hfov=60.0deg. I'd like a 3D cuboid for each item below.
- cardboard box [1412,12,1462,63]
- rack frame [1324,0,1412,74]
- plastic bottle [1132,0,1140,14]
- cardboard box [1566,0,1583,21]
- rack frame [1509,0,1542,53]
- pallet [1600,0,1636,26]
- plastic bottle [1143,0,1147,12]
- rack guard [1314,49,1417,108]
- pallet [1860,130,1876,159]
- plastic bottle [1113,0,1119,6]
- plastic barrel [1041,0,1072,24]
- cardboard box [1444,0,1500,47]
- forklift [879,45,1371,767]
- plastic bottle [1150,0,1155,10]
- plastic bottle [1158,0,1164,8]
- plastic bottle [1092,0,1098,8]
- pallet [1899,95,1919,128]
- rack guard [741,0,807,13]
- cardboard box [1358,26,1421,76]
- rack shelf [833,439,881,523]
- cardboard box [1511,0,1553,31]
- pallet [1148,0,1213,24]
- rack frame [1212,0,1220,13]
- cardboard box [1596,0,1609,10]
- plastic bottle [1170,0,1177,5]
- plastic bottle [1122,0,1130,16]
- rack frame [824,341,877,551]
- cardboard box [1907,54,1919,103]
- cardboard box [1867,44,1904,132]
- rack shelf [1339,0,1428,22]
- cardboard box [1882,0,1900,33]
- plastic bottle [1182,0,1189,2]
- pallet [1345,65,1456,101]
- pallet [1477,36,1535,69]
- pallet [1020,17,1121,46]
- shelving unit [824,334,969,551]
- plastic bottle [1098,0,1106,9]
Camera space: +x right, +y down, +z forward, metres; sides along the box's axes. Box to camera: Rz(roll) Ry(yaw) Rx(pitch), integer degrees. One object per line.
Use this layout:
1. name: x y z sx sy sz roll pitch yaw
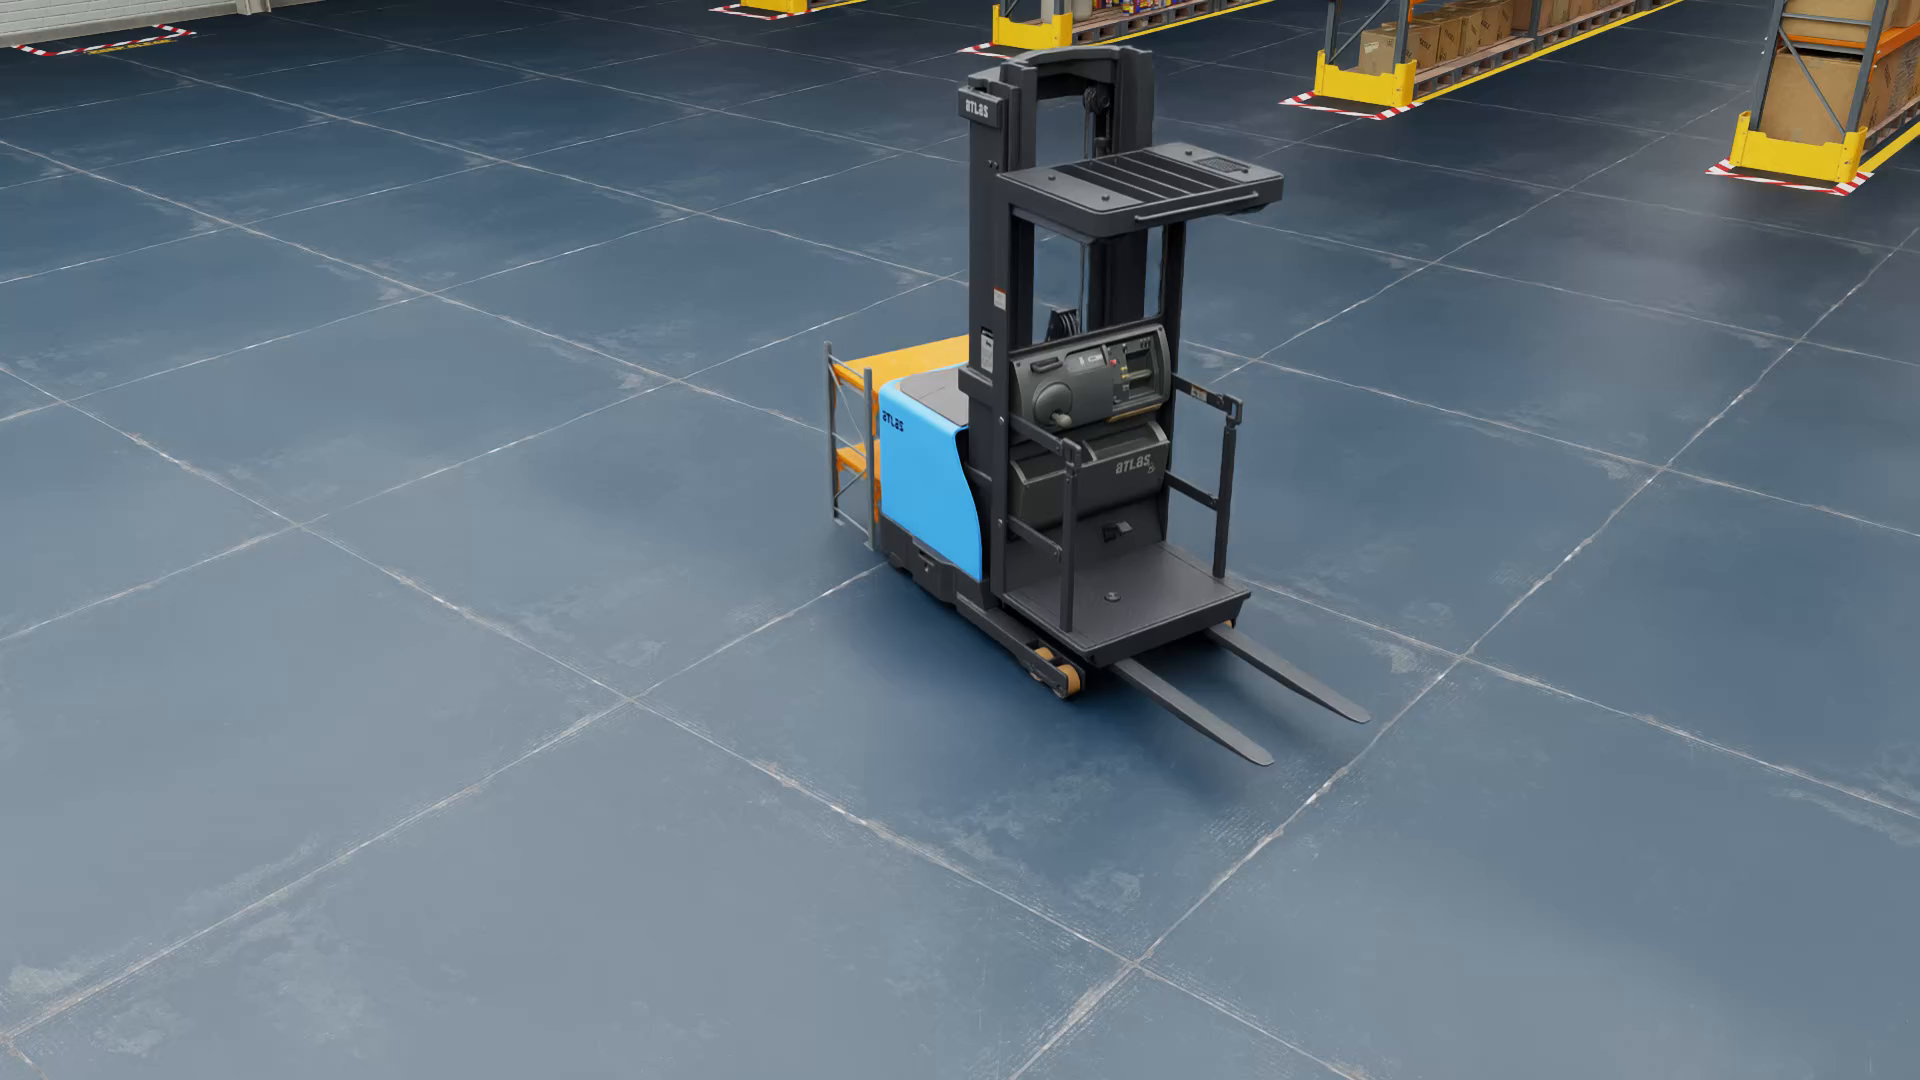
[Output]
1. cardboard box: 5.973 -6.355 21.034 0.500 0.500 0.500 25 36 39
2. rack frame: 4.797 -6.624 19.290 1.000 3.000 0.127 21 34 34
3. plastic bottle: 2.526 -7.687 23.822 0.061 0.283 0.133 21 34 35
4. cardboard box: 8.421 -7.701 23.613 0.700 0.500 0.500 18 32 30
5. rack frame: 7.341 -8.042 22.031 1.000 3.000 0.127 21 34 34
6. pallet: 9.387 -7.945 24.879 1.003 0.211 1.213 21 34 34
7. plastic bottle: 2.650 -7.764 23.984 0.097 0.271 0.097 0 27 0
8. rack guard: 4.845 -5.541 19.916 1.175 0.500 0.348 21 34 34
9. pallet: 9.008 -4.206 17.651 1.003 0.211 1.213 21 34 34
10. plastic bottle: 2.298 -7.974 24.466 0.097 0.201 0.097 0 27 0
11. plastic barrel: 1.334 -7.409 23.057 0.421 0.512 0.421 0 27 0
12. cardboard box: 6.697 -6.783 21.861 0.500 0.500 0.500 -16 31 -28
13. forklift: 0.778 -0.769 8.046 1.130 2.935 3.031 -17 32 -30
14. plastic bottle: 2.779 -7.836 24.123 0.097 0.271 0.097 0 27 0
15. plastic bottle: 2.898 -7.924 24.288 0.152 0.276 0.135 21 34 35
16. plastic bottle: 1.986 -7.918 24.276 0.152 0.276 0.135 21 34 35
17. pallet: 10.560 -5.071 19.324 1.003 0.211 1.213 21 34 34
18. rack guard: -2.860 -8.402 25.447 1.175 0.500 0.348 21 34 34
19. cardboard box: 5.207 -5.917 20.186 0.500 0.500 0.500 -21 34 -35
20. rack shelf: -0.202 -0.445 9.919 1.000 0.278 0.538 -16 32 -29
21. cardboard box: 7.748 -7.339 22.913 0.700 0.500 0.500 18 32 31
22. pallet: 3.060 -8.025 25.033 1.003 0.211 1.213 21 34 34
23. rack frame: 3.519 -9.490 24.829 1.000 3.000 0.127 21 34 34
24. cardboard box: 9.131 -8.102 24.388 0.700 0.500 0.500 18 32 30
25. plastic bottle: 3.138 -8.028 24.481 0.061 0.283 0.133 23 35 38
26. plastic bottle: 2.368 -7.607 23.680 0.097 0.271 0.097 0 27 0
27. rack frame: -0.630 -0.537 9.563 0.032 1.125 0.500 -16 32 -29
28. cardboard box: 10.650 -5.597 19.160 0.875 0.875 0.875 21 34 35
29. cardboard box: 9.498 -4.954 17.916 0.875 0.875 0.875 20 34 34
30. rack shelf: 6.069 -7.014 20.826 1.077 0.370 4.000 21 34 34
31. cardboard box: 9.094 -5.551 17.053 0.875 0.550 0.550 21 34 34
32. plastic bottle: 3.332 -8.196 24.733 0.144 0.351 0.185 20 33 33
33. pallet: 5.389 -5.690 20.519 1.003 0.211 1.213 21 34 34
34. pallet: 6.941 -6.555 22.192 1.003 0.211 1.213 21 34 34
35. pallet: 1.508 -7.160 23.361 1.003 0.211 1.213 21 34 34
36. shelving unit: -0.202 -0.663 9.806 1.048 1.125 0.538 -16 32 -29
37. plastic bottle: 2.069 -7.890 24.215 0.061 0.283 0.133 21 34 34
